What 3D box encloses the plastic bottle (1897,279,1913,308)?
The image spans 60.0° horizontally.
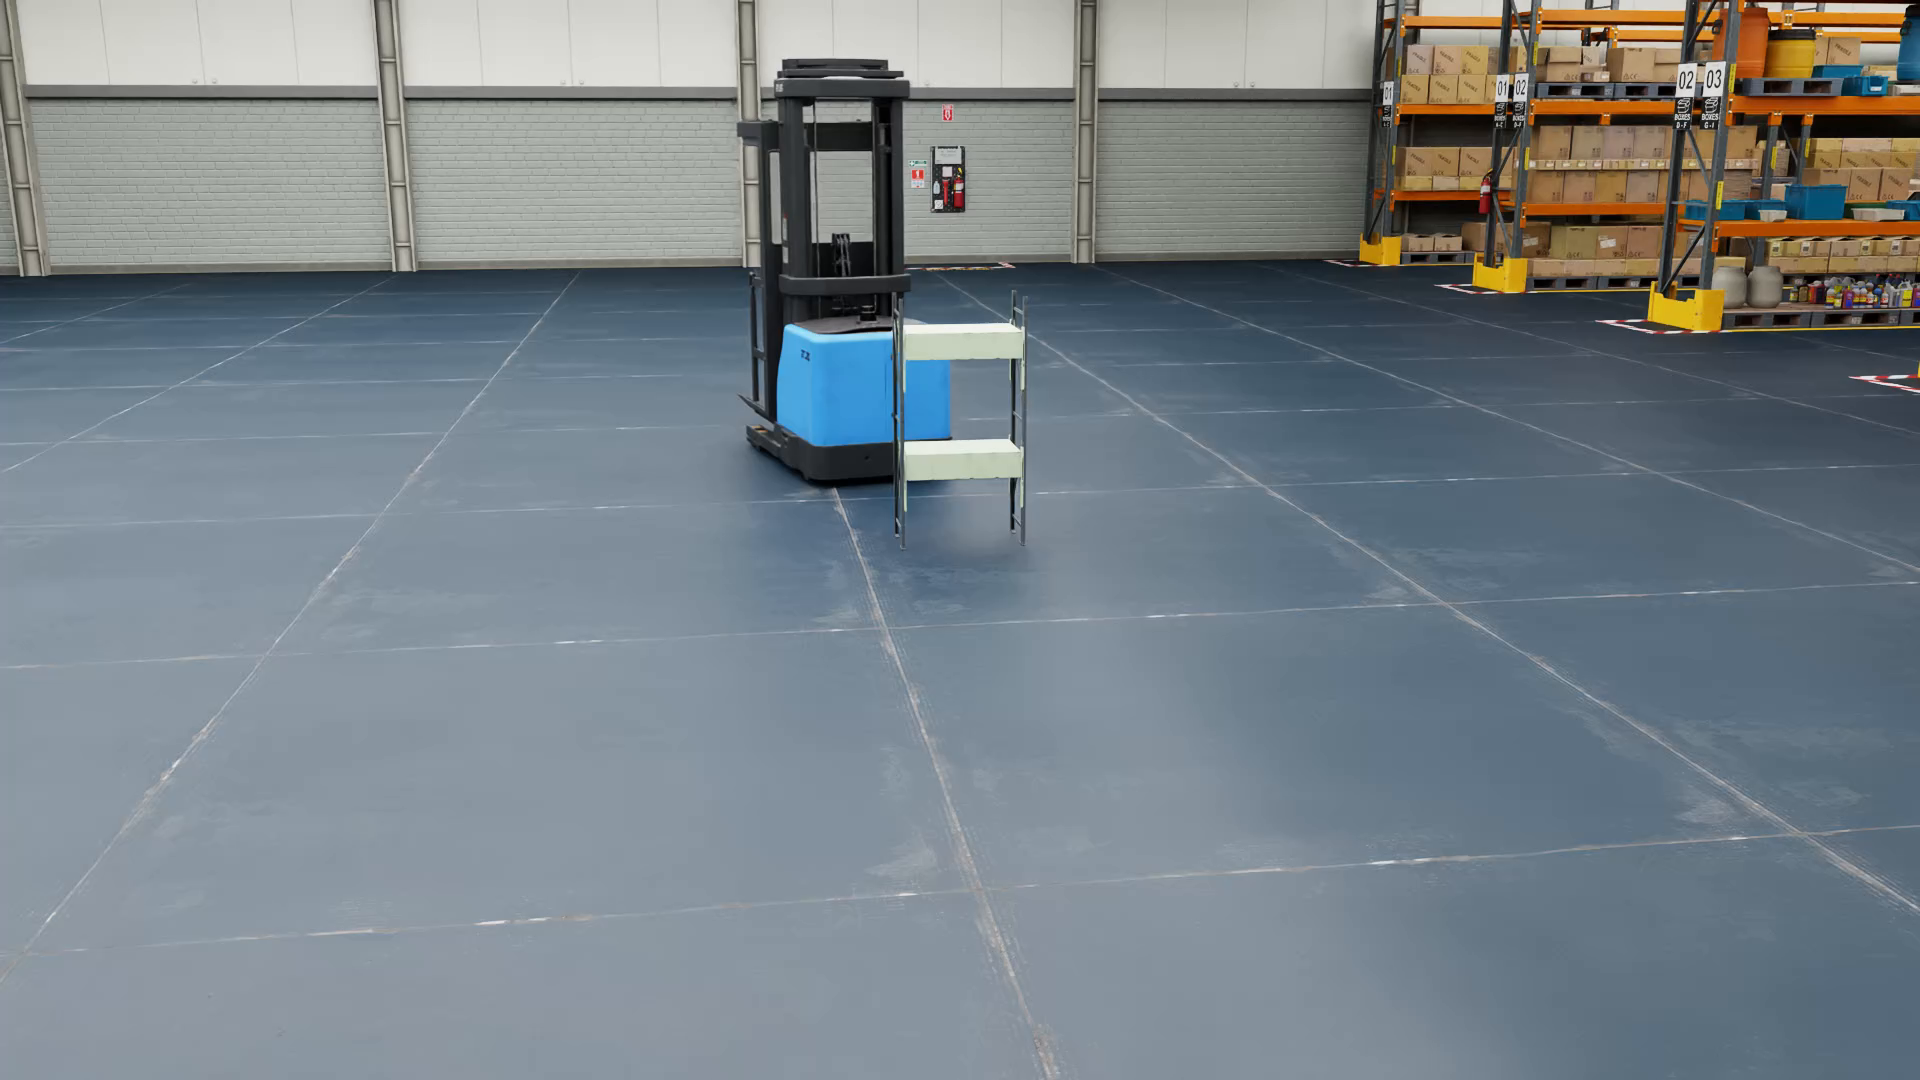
[{"bbox_3d":[11.950,-3.125,21.057,0.185,0.351,0.144,-2,14,-9],"label":"plastic bottle"}]

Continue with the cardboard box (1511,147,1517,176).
[{"bbox_3d":[10.164,-6.865,30.154,0.500,0.500,0.500,-3,14,-10],"label":"cardboard box"}]

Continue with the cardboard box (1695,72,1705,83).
[{"bbox_3d":[11.167,-6.994,25.144,0.250,0.149,0.380,-2,14,-8],"label":"cardboard box"}]

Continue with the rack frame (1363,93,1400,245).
[{"bbox_3d":[7.622,-6.546,30.156,0.127,3.000,1.000,-2,14,-8],"label":"rack frame"}]

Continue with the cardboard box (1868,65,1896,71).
[{"bbox_3d":[17.069,-8.633,31.201,0.500,0.500,0.700,-1,14,-5],"label":"cardboard box"}]

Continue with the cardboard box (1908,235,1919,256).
[{"bbox_3d":[15.280,-4.688,26.383,0.500,0.311,0.500,-2,14,-9],"label":"cardboard box"}]

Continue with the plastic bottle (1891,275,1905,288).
[{"bbox_3d":[12.215,-3.272,21.644,0.185,0.351,0.144,-2,14,-8],"label":"plastic bottle"}]

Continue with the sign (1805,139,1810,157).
[{"bbox_3d":[15.623,-7.229,30.662,0.005,0.325,0.100,-2,14,-8],"label":"sign"}]

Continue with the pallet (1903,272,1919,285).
[{"bbox_3d":[15.454,-4.271,26.819,1.213,0.211,1.003,-2,14,-8],"label":"pallet"}]

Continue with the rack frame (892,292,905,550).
[{"bbox_3d":[-0.369,-0.714,9.986,0.023,1.500,0.400,-2,14,-8],"label":"rack frame"}]

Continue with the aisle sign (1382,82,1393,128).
[{"bbox_3d":[7.595,-7.732,29.542,0.004,0.787,0.394,-2,14,-8],"label":"aisle sign"}]

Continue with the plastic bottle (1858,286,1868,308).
[{"bbox_3d":[11.375,-3.059,20.959,0.097,0.271,0.097,0,14,0],"label":"plastic bottle"}]

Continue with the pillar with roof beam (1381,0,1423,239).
[{"bbox_3d":[8.827,-8.654,26.228,0.400,9.000,9.100,-2,14,-8],"label":"pillar with roof beam"}]

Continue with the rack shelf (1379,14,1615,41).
[{"bbox_3d":[9.600,-9.178,29.803,4.000,0.370,1.077,-2,14,-8],"label":"rack shelf"}]

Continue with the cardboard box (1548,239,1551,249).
[{"bbox_3d":[11.053,-5.503,30.919,0.250,0.166,0.380,-4,15,-16],"label":"cardboard box"}]

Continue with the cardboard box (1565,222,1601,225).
[{"bbox_3d":[9.836,-4.719,26.119,0.500,0.500,0.500,-2,14,-8],"label":"cardboard box"}]

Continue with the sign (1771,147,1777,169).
[{"bbox_3d":[12.403,-5.824,25.336,0.005,0.325,0.100,-2,14,-8],"label":"sign"}]

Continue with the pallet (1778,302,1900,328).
[{"bbox_3d":[11.174,-2.896,21.334,1.213,0.211,1.003,-2,14,-8],"label":"pallet"}]

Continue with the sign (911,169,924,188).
[{"bbox_3d":[-0.759,-6.503,29.914,0.234,0.329,0.001,-2,14,-8],"label":"sign"}]

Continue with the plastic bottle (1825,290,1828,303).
[{"bbox_3d":[11.276,-3.169,21.540,0.097,0.201,0.097,0,14,0],"label":"plastic bottle"}]

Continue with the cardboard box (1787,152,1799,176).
[{"bbox_3d":[15.960,-7.119,31.582,0.500,0.500,0.500,-2,14,-8],"label":"cardboard box"}]

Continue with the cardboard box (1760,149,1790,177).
[{"bbox_3d":[15.069,-7.078,31.169,0.500,0.500,0.700,-4,15,-15],"label":"cardboard box"}]

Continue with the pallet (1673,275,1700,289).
[{"bbox_3d":[11.526,-4.128,26.248,1.213,0.211,1.003,-2,14,-8],"label":"pallet"}]

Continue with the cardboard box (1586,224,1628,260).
[{"bbox_3d":[9.914,-4.594,25.620,0.500,0.500,0.500,-2,14,-8],"label":"cardboard box"}]

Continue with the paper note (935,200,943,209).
[{"bbox_3d":[-0.382,-6.064,30.047,0.142,0.148,0.016,-2,14,-8],"label":"paper note"}]

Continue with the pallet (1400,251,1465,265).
[{"bbox_3d":[8.506,-5.217,30.590,1.213,0.211,1.003,-2,14,-8],"label":"pallet"}]

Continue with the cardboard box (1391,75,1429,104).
[{"bbox_3d":[7.990,-8.011,29.585,0.500,0.500,0.500,-2,14,-7],"label":"cardboard box"}]

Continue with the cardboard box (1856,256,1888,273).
[{"bbox_3d":[14.275,-4.380,26.310,0.500,0.250,0.500,-2,14,-7],"label":"cardboard box"}]

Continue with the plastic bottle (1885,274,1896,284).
[{"bbox_3d":[12.193,-3.307,21.782,0.185,0.351,0.144,-2,14,-7],"label":"plastic bottle"}]

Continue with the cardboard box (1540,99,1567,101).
[{"bbox_3d":[10.613,-8.111,29.984,0.500,0.500,0.500,-3,14,-13],"label":"cardboard box"}]

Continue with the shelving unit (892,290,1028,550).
[{"bbox_3d":[-0.007,-0.727,10.038,0.755,1.500,0.431,-2,14,-8],"label":"shelving unit"}]

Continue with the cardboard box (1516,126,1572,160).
[{"bbox_3d":[8.879,-6.048,25.298,0.500,0.500,0.700,-2,14,-8],"label":"cardboard box"}]

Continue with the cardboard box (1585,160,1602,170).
[{"bbox_3d":[9.541,-5.707,25.274,0.250,0.149,0.380,-2,14,-9],"label":"cardboard box"}]

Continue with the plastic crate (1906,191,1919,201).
[{"bbox_3d":[12.517,-4.289,21.286,0.504,0.338,0.767,-2,14,-8],"label":"plastic crate"}]

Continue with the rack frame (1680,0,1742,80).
[{"bbox_3d":[9.098,-7.073,19.924,0.127,3.000,1.000,-2,14,-8],"label":"rack frame"}]

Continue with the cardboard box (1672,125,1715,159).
[{"bbox_3d":[11.382,-6.141,25.669,0.500,0.500,0.700,-2,14,-8],"label":"cardboard box"}]

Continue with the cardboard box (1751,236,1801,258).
[{"bbox_3d":[12.765,-4.596,26.019,0.500,0.311,0.500,-2,14,-8],"label":"cardboard box"}]

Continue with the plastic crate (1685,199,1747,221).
[{"bbox_3d":[9.548,-4.181,21.031,0.616,0.251,0.499,-2,14,-8],"label":"plastic crate"}]

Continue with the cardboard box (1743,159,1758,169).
[{"bbox_3d":[12.082,-5.801,25.647,0.250,0.149,0.380,-2,14,-8],"label":"cardboard box"}]

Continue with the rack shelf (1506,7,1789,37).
[{"bbox_3d":[10.341,-7.794,25.101,4.000,0.370,1.077,-2,14,-8],"label":"rack shelf"}]

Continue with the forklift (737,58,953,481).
[{"bbox_3d":[-1.051,-2.150,12.769,1.130,2.935,3.031,-5,15,-20],"label":"forklift"}]

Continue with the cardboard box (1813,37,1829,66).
[{"bbox_3d":[12.935,-7.462,25.546,0.500,0.500,0.500,-2,14,-8],"label":"cardboard box"}]

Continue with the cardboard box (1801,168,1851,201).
[{"bbox_3d":[13.602,-5.591,26.143,0.500,0.500,0.500,-1,14,-4],"label":"cardboard box"}]

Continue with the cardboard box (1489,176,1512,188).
[{"bbox_3d":[9.668,-6.481,30.165,0.500,0.250,0.500,-2,14,-8],"label":"cardboard box"}]

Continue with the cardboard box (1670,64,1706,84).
[{"bbox_3d":[11.248,-7.208,25.663,0.500,0.311,0.500,-3,14,-11],"label":"cardboard box"}]

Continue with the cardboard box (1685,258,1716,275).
[{"bbox_3d":[11.397,-4.284,25.927,0.500,0.250,0.500,-2,14,-8],"label":"cardboard box"}]

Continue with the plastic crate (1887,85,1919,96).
[{"bbox_3d":[11.526,-5.479,20.279,0.396,0.136,0.243,-2,14,-8],"label":"plastic crate"}]

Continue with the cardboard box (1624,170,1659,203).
[{"bbox_3d":[10.358,-5.473,25.675,0.500,0.500,0.700,-2,14,-7],"label":"cardboard box"}]

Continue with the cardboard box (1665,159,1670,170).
[{"bbox_3d":[10.826,-5.755,25.465,0.250,0.149,0.380,-2,14,-7],"label":"cardboard box"}]

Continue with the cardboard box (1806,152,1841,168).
[{"bbox_3d":[16.051,-6.994,31.086,0.500,0.500,0.500,-2,14,-7],"label":"cardboard box"}]

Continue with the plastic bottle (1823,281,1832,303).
[{"bbox_3d":[11.239,-3.235,21.648,0.135,0.276,0.152,-2,14,-10],"label":"plastic bottle"}]

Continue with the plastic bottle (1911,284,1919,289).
[{"bbox_3d":[12.223,-3.135,21.251,0.135,0.276,0.152,-2,14,-8],"label":"plastic bottle"}]

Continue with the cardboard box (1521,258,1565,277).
[{"bbox_3d":[8.927,-4.190,25.553,0.500,0.250,0.500,-2,14,-8],"label":"cardboard box"}]

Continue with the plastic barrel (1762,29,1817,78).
[{"bbox_3d":[10.206,-5.984,20.502,0.600,0.588,0.600,0,14,0],"label":"plastic barrel"}]

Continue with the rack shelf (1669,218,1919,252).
[{"bbox_3d":[11.076,-3.886,21.030,4.000,0.370,1.077,-2,14,-8],"label":"rack shelf"}]

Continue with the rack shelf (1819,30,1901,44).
[{"bbox_3d":[17.510,-9.275,31.007,4.000,0.370,1.077,-2,14,-8],"label":"rack shelf"}]

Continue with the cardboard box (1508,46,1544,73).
[{"bbox_3d":[10.067,-8.562,29.726,0.500,0.500,0.500,-3,14,-10],"label":"cardboard box"}]
